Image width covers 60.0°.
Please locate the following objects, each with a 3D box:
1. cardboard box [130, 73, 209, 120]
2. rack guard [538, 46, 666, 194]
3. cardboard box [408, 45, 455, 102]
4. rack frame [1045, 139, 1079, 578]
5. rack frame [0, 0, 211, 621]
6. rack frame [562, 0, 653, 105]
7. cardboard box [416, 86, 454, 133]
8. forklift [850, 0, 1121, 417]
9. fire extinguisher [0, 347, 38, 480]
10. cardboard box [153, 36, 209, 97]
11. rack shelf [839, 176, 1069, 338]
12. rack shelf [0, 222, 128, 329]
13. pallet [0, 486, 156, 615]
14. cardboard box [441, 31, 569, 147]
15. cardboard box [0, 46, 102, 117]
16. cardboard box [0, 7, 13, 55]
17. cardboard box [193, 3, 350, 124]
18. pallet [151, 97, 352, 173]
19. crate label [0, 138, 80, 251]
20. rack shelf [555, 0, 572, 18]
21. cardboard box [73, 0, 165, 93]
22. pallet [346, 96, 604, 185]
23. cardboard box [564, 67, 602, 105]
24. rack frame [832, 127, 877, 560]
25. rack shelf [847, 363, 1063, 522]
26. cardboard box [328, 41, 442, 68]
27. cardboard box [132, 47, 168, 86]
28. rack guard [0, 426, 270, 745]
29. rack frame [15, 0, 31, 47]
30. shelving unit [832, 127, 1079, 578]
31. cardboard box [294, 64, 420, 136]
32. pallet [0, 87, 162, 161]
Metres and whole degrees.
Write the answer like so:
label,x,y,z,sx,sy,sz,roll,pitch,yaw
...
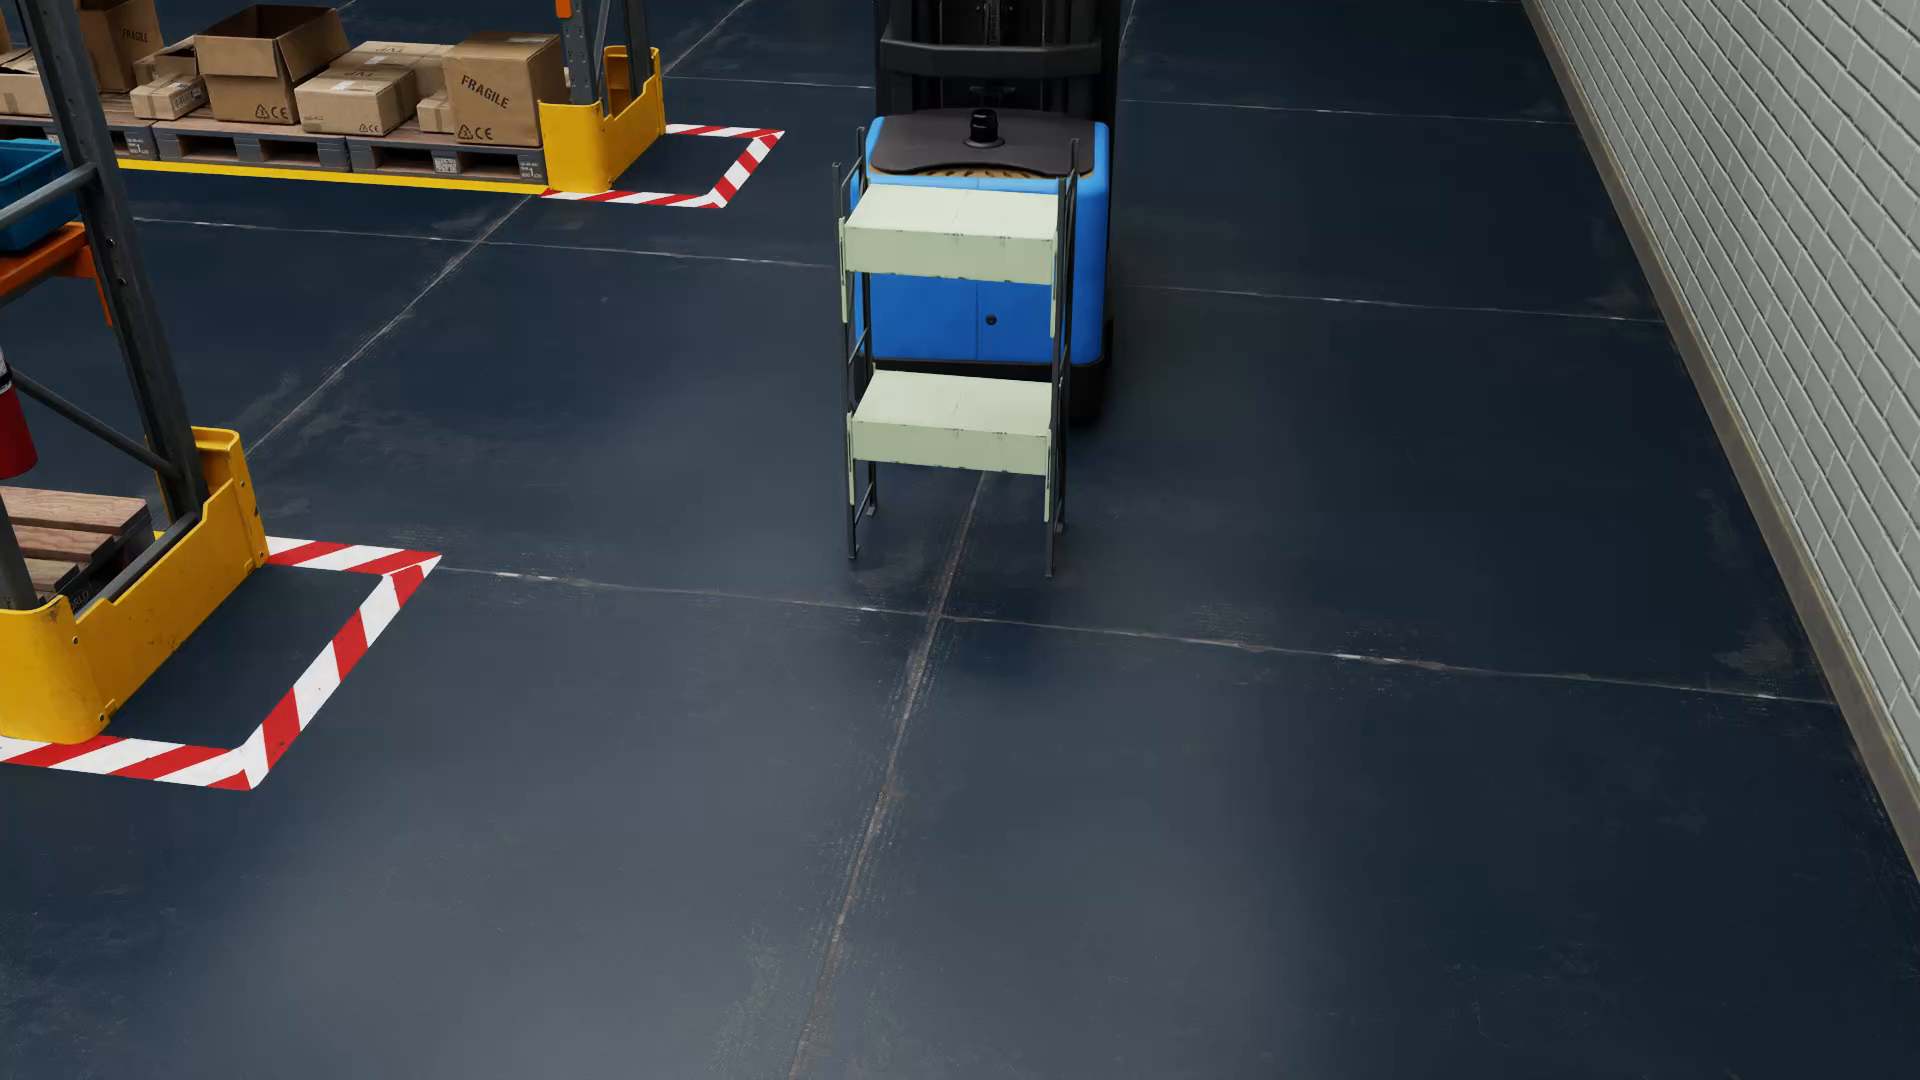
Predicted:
label,x,y,z,sx,sy,sz,roll,pitch,yaw
cardboard box,-4.711,-2.650,9.912,0.250,0.166,0.380,5,32,8
rack guard,-2.075,-2.477,9.736,0.348,0.500,1.175,5,32,8
cardboard box,-2.981,-2.792,10.061,0.500,0.250,0.500,5,32,8
rack frame,0.354,-0.604,5.801,0.023,1.500,0.400,5,32,8
rack frame,-2.837,-0.939,4.924,0.127,3.000,1.000,5,32,8
rack frame,-2.000,-3.530,9.062,0.127,3.000,1.000,5,32,8
cardboard box,-2.961,-2.518,9.702,0.250,0.166,0.380,5,32,8
forklift,0.182,-2.511,7.498,1.130,2.935,3.031,2,32,4
fire extinguisher,-2.765,-0.497,4.642,0.183,0.674,0.296,5,32,8
cardboard box,-4.594,-2.964,10.278,0.500,0.311,0.500,5,32,8
rack shelf,-0.007,-0.967,5.646,0.720,0.370,0.431,5,32,8
rack shelf,-4.808,-0.813,5.400,4.000,0.370,1.077,5,32,8
pallet,-3.643,0.149,5.813,1.213,0.211,1.003,5,32,8
cardboard box,-2.577,-2.576,9.480,0.500,0.500,0.500,5,32,8
cardboard box,-5.565,-2.783,9.988,0.500,0.311,0.500,5,32,8
cardboard box,-6.379,-3.184,10.451,0.500,0.500,0.500,4,32,6
cardboard box,-4.090,-2.850,9.914,0.637,0.503,0.797,5,32,8
pallet,-4.060,-2.535,10.101,1.213,0.211,1.003,5,32,8
crate label,-3.025,-1.088,5.262,0.303,0.233,0.416,5,32,8
rack shelf,-3.971,-3.403,9.538,4.000,0.370,1.077,5,32,8
cardboard box,-5.333,-3.111,10.335,0.500,0.500,0.500,5,32,8
pallet,-2.861,-2.425,9.925,1.213,0.211,1.003,5,32,8
cardboard box,-2.355,-2.725,10.048,0.250,0.149,0.380,5,32,8
rack frame,-0.367,-0.669,5.905,0.023,1.500,0.400,5,32,8
rack shelf,-0.007,-0.360,6.026,0.720,0.370,0.431,5,32,8
cardboard box,-3.474,-2.837,10.132,0.500,0.250,0.500,5,32,8
cardboard box,-4.954,-2.960,10.424,0.250,0.149,0.380,5,32,8
rack guard,-2.811,0.116,5.594,0.348,0.500,1.175,5,32,8
rack frame,-5.943,-3.887,9.632,0.127,3.000,1.000,5,32,8
shelving unit,-0.007,-0.636,5.853,0.755,1.500,0.431,5,32,8
cardboard box,-3.509,-2.571,9.707,0.500,0.250,0.500,5,32,8
pallet,-5.266,-2.643,10.273,1.213,0.211,1.003,5,32,8
